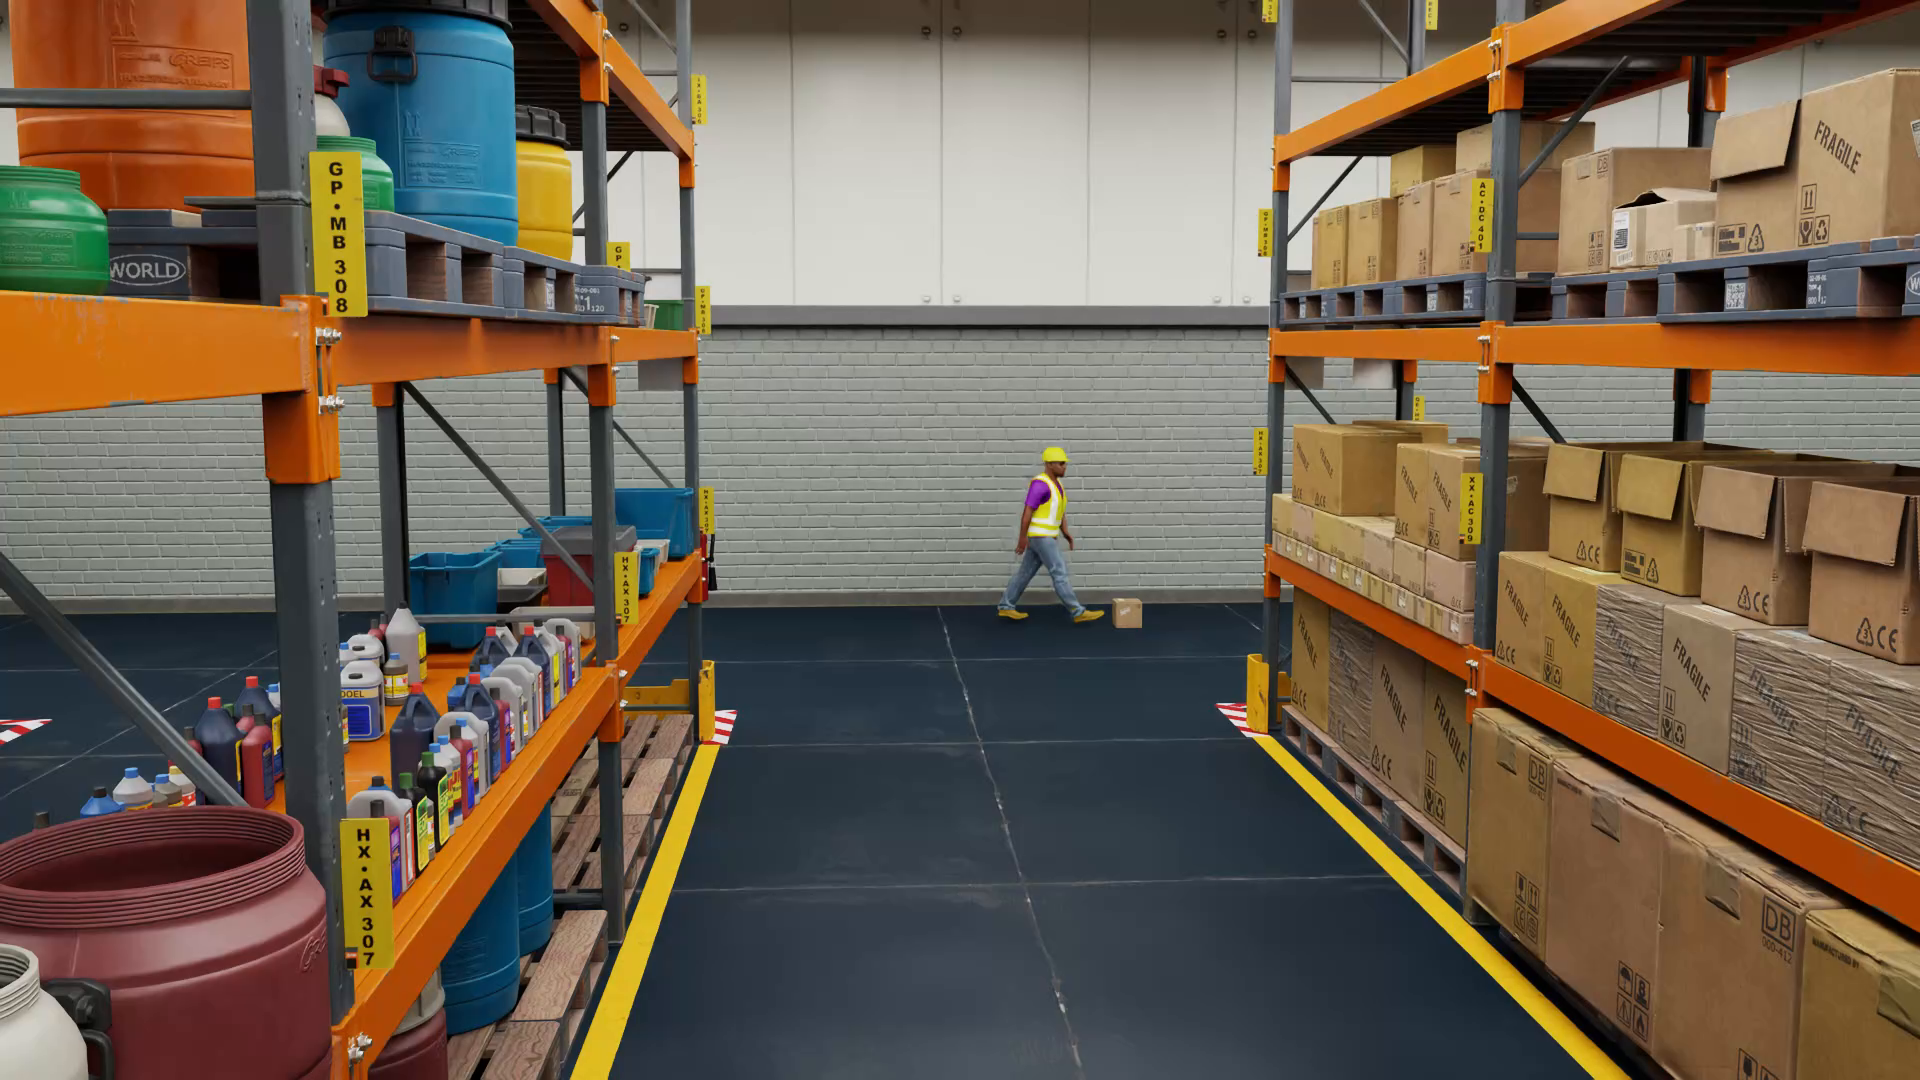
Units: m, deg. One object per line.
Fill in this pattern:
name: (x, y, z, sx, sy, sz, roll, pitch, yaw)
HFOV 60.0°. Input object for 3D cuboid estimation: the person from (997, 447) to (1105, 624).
person: (0.878, -0.054, 16.054, 1.084, 1.693, 0.568, 1, 7, 12)
